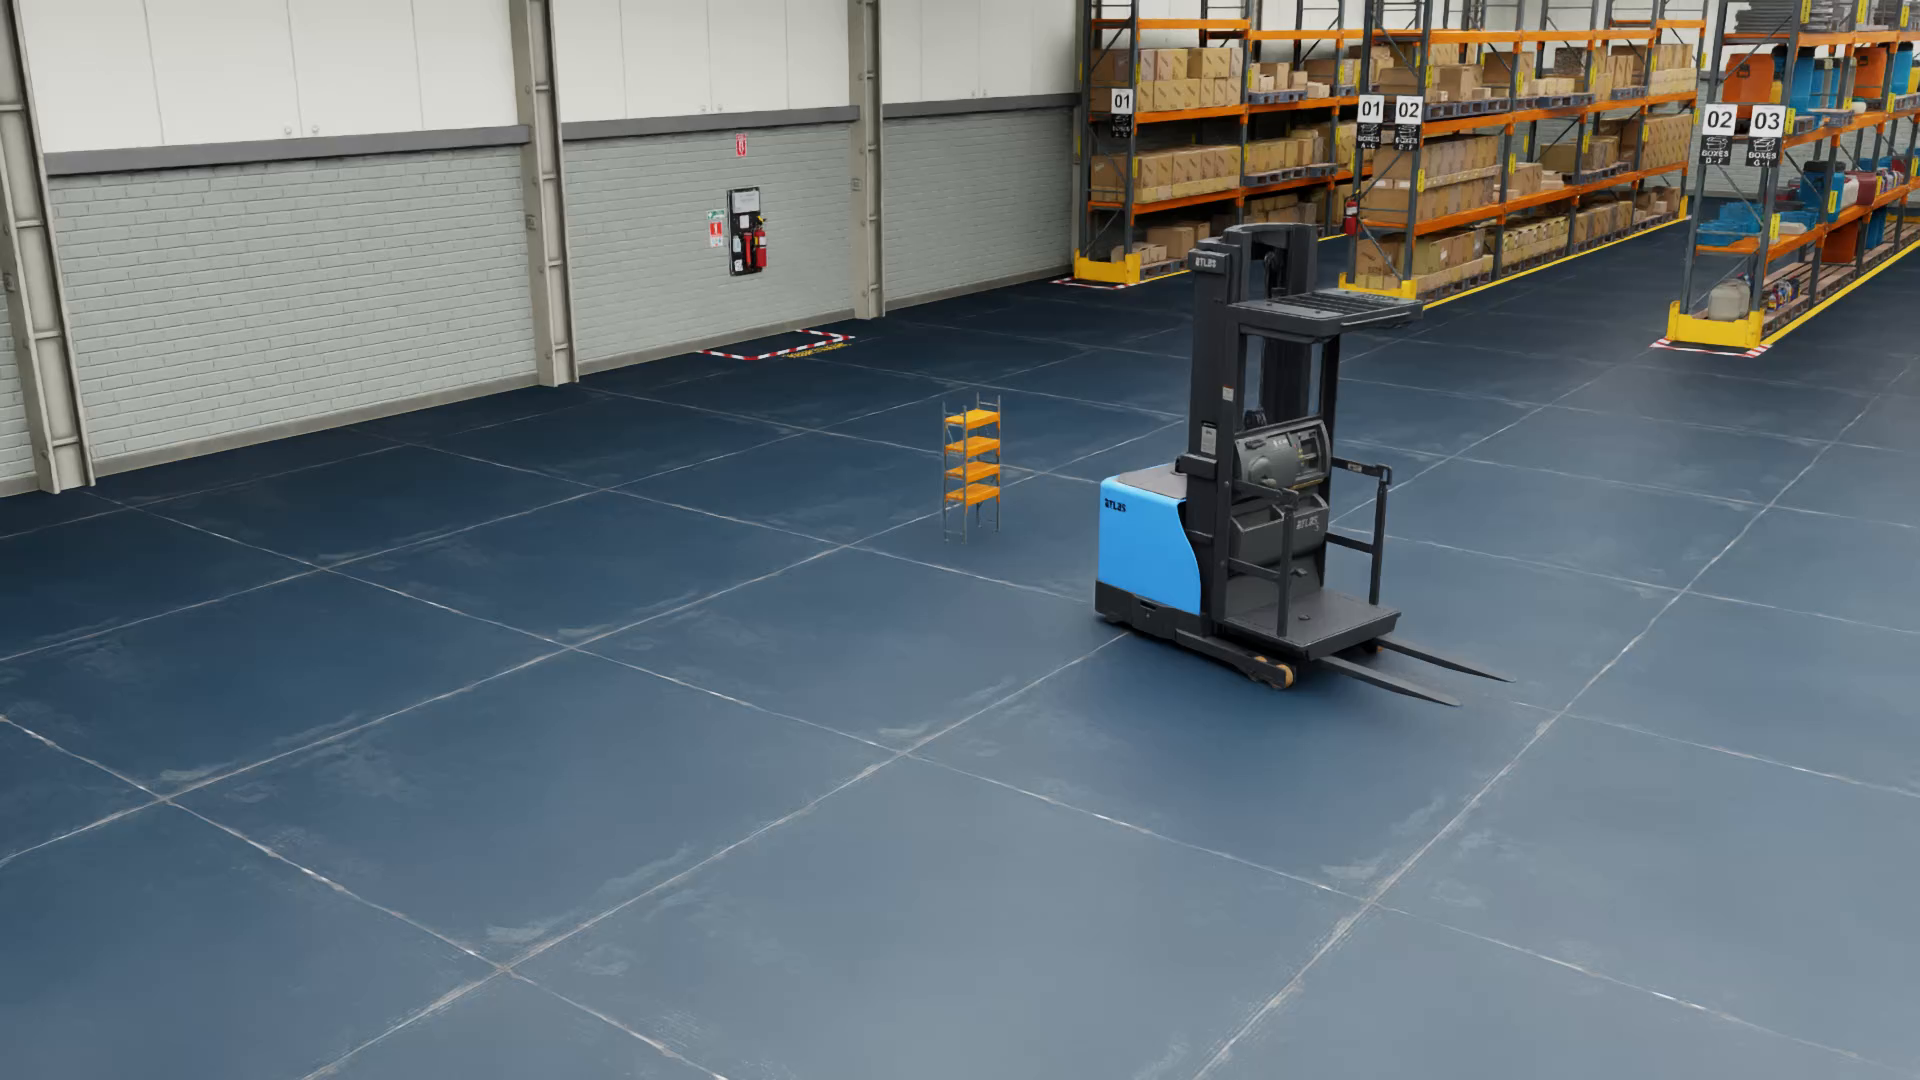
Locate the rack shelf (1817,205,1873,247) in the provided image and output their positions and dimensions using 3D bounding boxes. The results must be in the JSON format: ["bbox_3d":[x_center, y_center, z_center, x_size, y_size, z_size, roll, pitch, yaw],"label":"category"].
[{"bbox_3d":[14.016,-5.240,27.274,1.077,0.370,4.000,12,21,35],"label":"rack shelf"}]

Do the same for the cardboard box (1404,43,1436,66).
[{"bbox_3d":[10.285,-10.851,37.183,0.500,0.500,0.500,12,21,34],"label":"cardboard box"}]

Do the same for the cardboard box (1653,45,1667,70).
[{"bbox_3d":[14.286,-10.064,34.680,0.700,0.500,0.500,12,21,35],"label":"cardboard box"}]

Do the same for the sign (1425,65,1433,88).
[{"bbox_3d":[6.908,-6.819,24.481,0.100,0.325,0.005,12,21,35],"label":"sign"}]

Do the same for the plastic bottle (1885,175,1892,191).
[{"bbox_3d":[17.018,-6.564,30.531,0.152,0.276,0.135,12,21,35],"label":"plastic bottle"}]

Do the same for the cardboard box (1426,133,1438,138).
[{"bbox_3d":[10.411,-9.206,38.326,0.980,0.700,0.700,12,21,33],"label":"cardboard box"}]

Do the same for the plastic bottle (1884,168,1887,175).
[{"bbox_3d":[17.191,-6.738,30.968,0.144,0.351,0.185,12,21,35],"label":"plastic bottle"}]

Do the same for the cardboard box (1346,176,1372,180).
[{"bbox_3d":[8.825,-7.548,36.407,0.750,0.750,0.750,13,22,36],"label":"cardboard box"}]

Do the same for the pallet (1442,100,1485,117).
[{"bbox_3d":[7.634,-6.877,26.423,1.003,0.211,1.213,12,21,35],"label":"pallet"}]

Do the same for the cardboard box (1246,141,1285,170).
[{"bbox_3d":[5.905,-7.526,32.509,0.700,0.500,0.500,16,24,42],"label":"cardboard box"}]

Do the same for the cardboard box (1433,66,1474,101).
[{"bbox_3d":[7.675,-7.126,25.963,0.500,0.500,0.500,12,21,35],"label":"cardboard box"}]

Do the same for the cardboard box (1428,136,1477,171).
[{"bbox_3d":[7.991,-6.305,27.132,0.700,0.500,0.500,12,21,35],"label":"cardboard box"}]

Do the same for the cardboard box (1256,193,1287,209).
[{"bbox_3d":[6.172,-6.757,33.153,0.500,0.250,0.500,12,21,34],"label":"cardboard box"}]

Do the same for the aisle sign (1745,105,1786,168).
[{"bbox_3d":[10.634,-5.328,21.958,0.394,0.787,0.004,12,21,35],"label":"aisle sign"}]

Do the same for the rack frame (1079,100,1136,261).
[{"bbox_3d":[2.485,-5.906,28.203,1.000,3.000,0.127,12,21,35],"label":"rack frame"}]

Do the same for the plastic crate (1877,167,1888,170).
[{"bbox_3d":[18.388,-7.384,33.306,0.293,0.136,0.466,12,21,35],"label":"plastic crate"}]

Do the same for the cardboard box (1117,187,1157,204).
[{"bbox_3d":[3.031,-5.904,28.416,0.500,0.250,0.500,12,21,33],"label":"cardboard box"}]

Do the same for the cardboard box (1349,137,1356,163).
[{"bbox_3d":[8.066,-8.204,34.900,0.500,0.500,0.500,13,22,36],"label":"cardboard box"}]

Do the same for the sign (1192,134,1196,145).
[{"bbox_3d":[4.420,-7.509,31.412,0.100,0.325,0.005,12,21,35],"label":"sign"}]

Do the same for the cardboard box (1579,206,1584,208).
[{"bbox_3d":[12.217,-6.466,33.482,0.500,0.500,0.500,11,21,33],"label":"cardboard box"}]

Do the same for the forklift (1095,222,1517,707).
[{"bbox_3d":[2.333,-0.575,11.152,1.130,2.935,3.031,-14,22,-38],"label":"forklift"}]

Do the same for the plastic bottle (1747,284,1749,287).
[{"bbox_3d":[11.779,-3.732,25.054,0.152,0.276,0.135,12,21,35],"label":"plastic bottle"}]

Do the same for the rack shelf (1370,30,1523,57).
[{"bbox_3d":[7.657,-7.838,26.197,1.077,0.370,4.000,12,21,35],"label":"rack shelf"}]

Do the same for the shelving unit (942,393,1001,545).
[{"bbox_3d":[0.099,-0.612,14.193,0.258,1.200,0.503,12,21,35],"label":"shelving unit"}]

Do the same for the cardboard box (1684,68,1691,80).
[{"bbox_3d":[15.600,-10.155,36.239,0.500,0.250,0.500,12,21,35],"label":"cardboard box"}]

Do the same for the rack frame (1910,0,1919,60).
[{"bbox_3d":[19.975,-10.831,33.948,1.000,3.000,0.127,12,21,35],"label":"rack frame"}]

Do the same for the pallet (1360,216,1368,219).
[{"bbox_3d":[8.509,-6.943,36.246,1.003,0.211,1.213,12,21,35],"label":"pallet"}]

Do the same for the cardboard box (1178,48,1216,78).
[{"bbox_3d":[4.167,-8.400,29.289,0.500,0.500,0.500,12,21,33],"label":"cardboard box"}]

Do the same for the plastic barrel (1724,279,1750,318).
[{"bbox_3d":[11.071,-3.457,23.805,0.421,0.512,0.421,0,17,0],"label":"plastic barrel"}]

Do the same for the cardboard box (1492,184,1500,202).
[{"bbox_3d":[9.107,-6.037,28.880,0.500,0.250,0.500,14,22,38],"label":"cardboard box"}]

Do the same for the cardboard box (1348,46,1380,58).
[{"bbox_3d":[8.689,-10.492,35.739,0.500,0.250,0.500,12,21,33],"label":"cardboard box"}]

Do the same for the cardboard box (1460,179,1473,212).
[{"bbox_3d":[7.978,-5.679,27.306,0.700,0.500,0.500,13,21,35],"label":"cardboard box"}]

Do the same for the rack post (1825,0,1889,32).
[{"bbox_3d":[13.929,-8.552,26.274,1.013,1.000,3.121,12,21,35],"label":"rack post"}]

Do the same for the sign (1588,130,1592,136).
[{"bbox_3d":[13.175,-8.397,34.765,0.100,0.325,0.005,12,21,35],"label":"sign"}]

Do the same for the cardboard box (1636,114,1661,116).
[{"bbox_3d":[15.217,-9.182,36.900,0.500,0.500,0.500,13,21,35],"label":"cardboard box"}]

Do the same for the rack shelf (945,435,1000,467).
[{"bbox_3d":[0.099,-0.762,14.146,0.258,0.148,0.480,12,21,35],"label":"rack shelf"}]

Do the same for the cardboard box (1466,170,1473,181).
[{"bbox_3d":[8.101,-5.937,27.041,0.380,0.149,0.250,13,22,36],"label":"cardboard box"}]

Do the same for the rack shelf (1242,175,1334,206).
[{"bbox_3d":[6.060,-6.991,32.912,1.077,0.370,4.000,12,21,35],"label":"rack shelf"}]

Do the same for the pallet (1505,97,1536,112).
[{"bbox_3d":[9.364,-7.537,28.723,0.805,0.209,1.217,11,21,33],"label":"pallet"}]

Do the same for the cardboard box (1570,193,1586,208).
[{"bbox_3d":[12.237,-6.834,33.401,0.500,0.250,0.500,12,21,34],"label":"cardboard box"}]

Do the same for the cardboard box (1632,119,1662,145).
[{"bbox_3d":[14.429,-8.600,35.025,0.500,0.500,0.500,12,21,33],"label":"cardboard box"}]

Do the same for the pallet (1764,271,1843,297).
[{"bbox_3d":[13.988,-4.262,27.611,1.003,0.211,1.213,12,21,35],"label":"pallet"}]

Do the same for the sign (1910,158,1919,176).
[{"bbox_3d":[18.032,-7.048,31.414,0.100,0.325,0.005,12,21,35],"label":"sign"}]

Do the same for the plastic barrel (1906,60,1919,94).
[{"bbox_3d":[17.211,-8.483,30.419,0.600,0.588,0.600,0,17,0],"label":"plastic barrel"}]

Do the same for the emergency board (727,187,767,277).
[{"bbox_3d":[-2.871,-4.214,22.757,0.194,1.169,0.643,12,21,35],"label":"emergency board"}]

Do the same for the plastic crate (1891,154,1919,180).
[{"bbox_3d":[18.325,-7.241,32.293,0.402,0.464,0.583,12,21,35],"label":"plastic crate"}]

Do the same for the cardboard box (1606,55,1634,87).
[{"bbox_3d":[13.256,-9.511,33.710,0.600,0.600,0.600,10,20,30],"label":"cardboard box"}]

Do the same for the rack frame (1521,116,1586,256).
[{"bbox_3d":[11.232,-6.937,31.523,1.000,3.000,0.127,12,21,35],"label":"rack frame"}]

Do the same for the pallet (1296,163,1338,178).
[{"bbox_3d":[6.913,-7.531,33.760,1.213,0.211,1.003,12,21,35],"label":"pallet"}]

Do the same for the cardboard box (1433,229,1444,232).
[{"bbox_3d":[7.725,-4.936,27.745,0.500,0.500,0.500,12,21,35],"label":"cardboard box"}]

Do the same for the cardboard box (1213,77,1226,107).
[{"bbox_3d":[4.454,-8.066,29.900,0.500,0.500,0.500,10,20,30],"label":"cardboard box"}]

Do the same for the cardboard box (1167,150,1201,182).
[{"bbox_3d":[3.924,-6.625,29.475,0.500,0.500,0.500,13,22,36],"label":"cardboard box"}]

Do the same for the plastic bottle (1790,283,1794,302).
[{"bbox_3d":[12.495,-3.724,25.017,0.061,0.283,0.133,14,22,38],"label":"plastic bottle"}]

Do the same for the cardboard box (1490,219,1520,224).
[{"bbox_3d":[10.072,-5.771,30.753,0.500,0.311,0.500,12,21,33],"label":"cardboard box"}]

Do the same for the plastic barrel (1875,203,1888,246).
[{"bbox_3d":[17.254,-6.085,31.611,0.600,0.901,0.708,12,21,35],"label":"plastic barrel"}]
